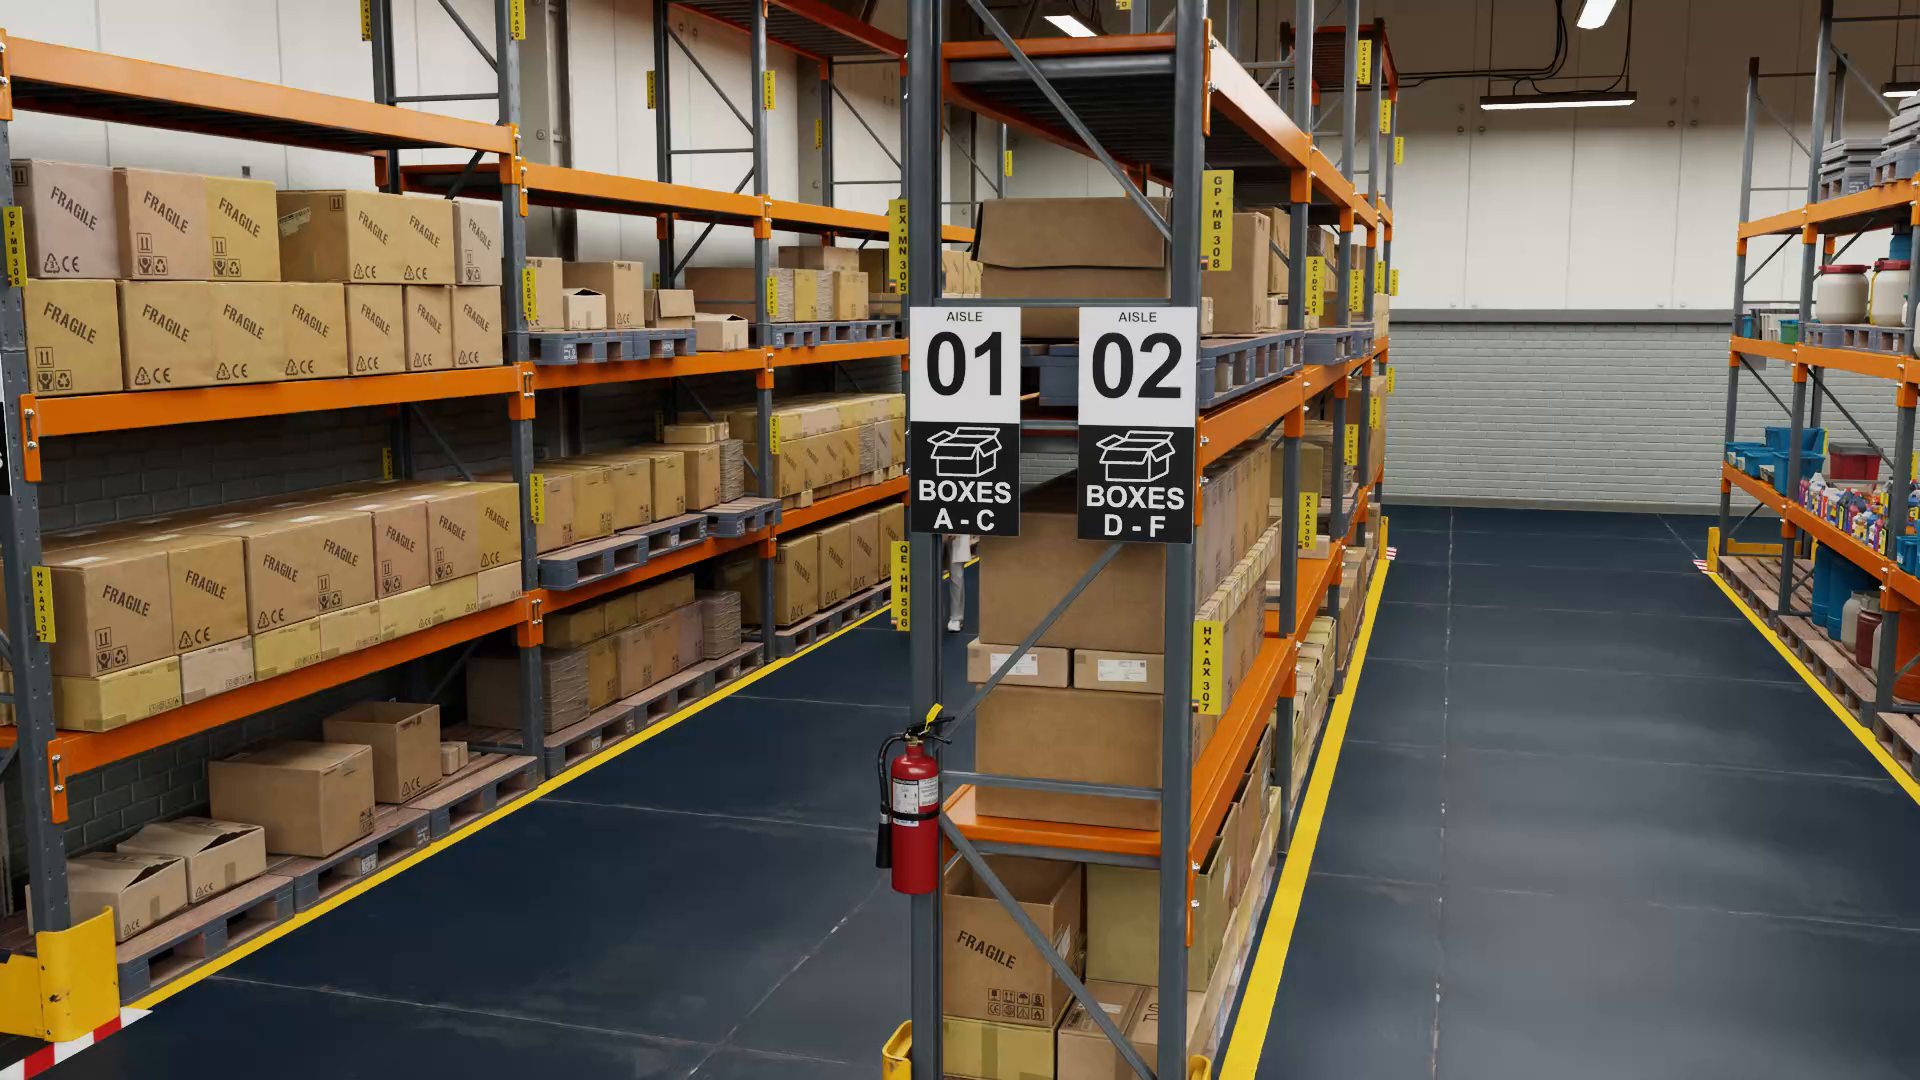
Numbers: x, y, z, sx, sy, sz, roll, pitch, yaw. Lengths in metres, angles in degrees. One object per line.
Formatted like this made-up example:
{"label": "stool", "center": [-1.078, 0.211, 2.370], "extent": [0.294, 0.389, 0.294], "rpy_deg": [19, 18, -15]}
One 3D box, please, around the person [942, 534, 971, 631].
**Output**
{"label": "person", "center": [-0.144, 0.009, 16.343], "extent": [0.528, 1.771, 0.563], "rpy_deg": [3, 9, 17]}
